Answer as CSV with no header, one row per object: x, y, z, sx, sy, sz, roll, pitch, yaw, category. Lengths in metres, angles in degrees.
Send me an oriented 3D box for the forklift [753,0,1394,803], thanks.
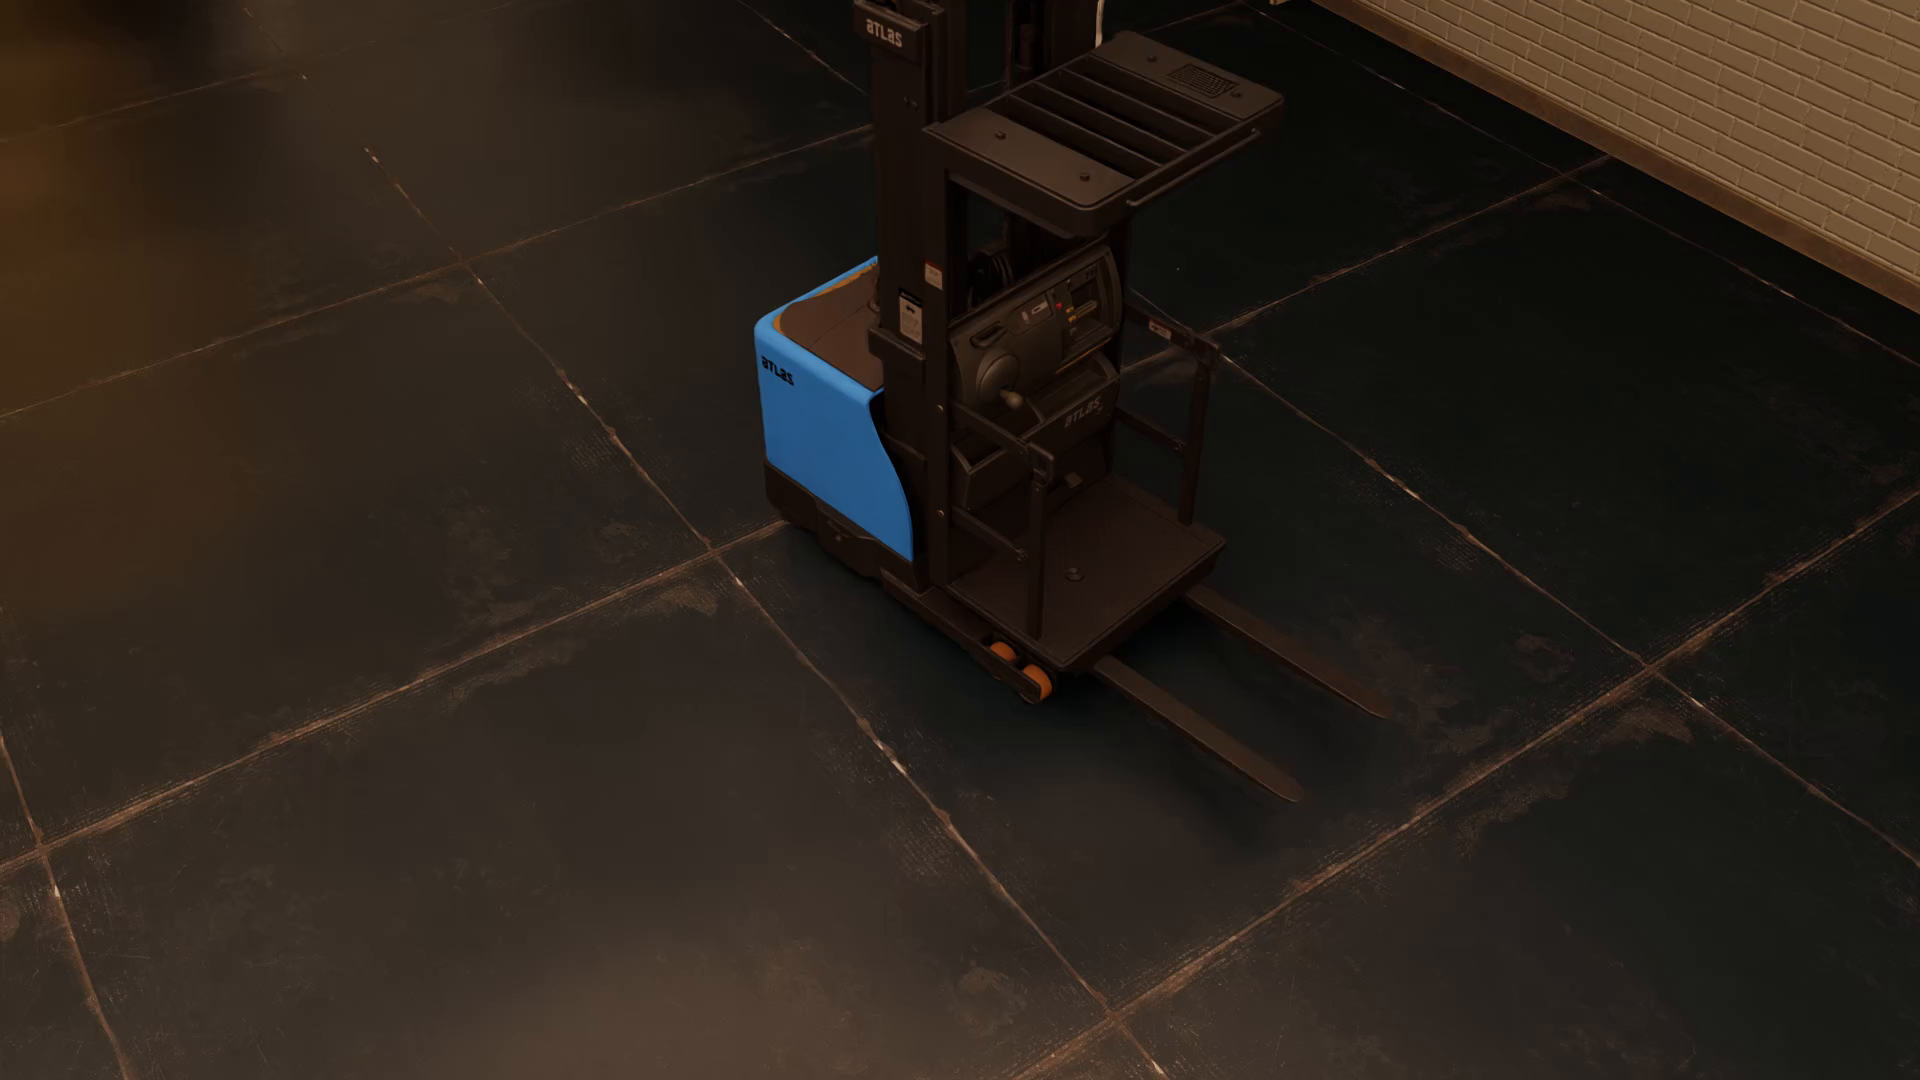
0.466,-0.779,6.561,3.031,2.935,1.130,34,52,31,forklift

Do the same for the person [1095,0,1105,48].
0.687,-2.871,9.672,0.352,1.795,0.550,1,43,1,person
